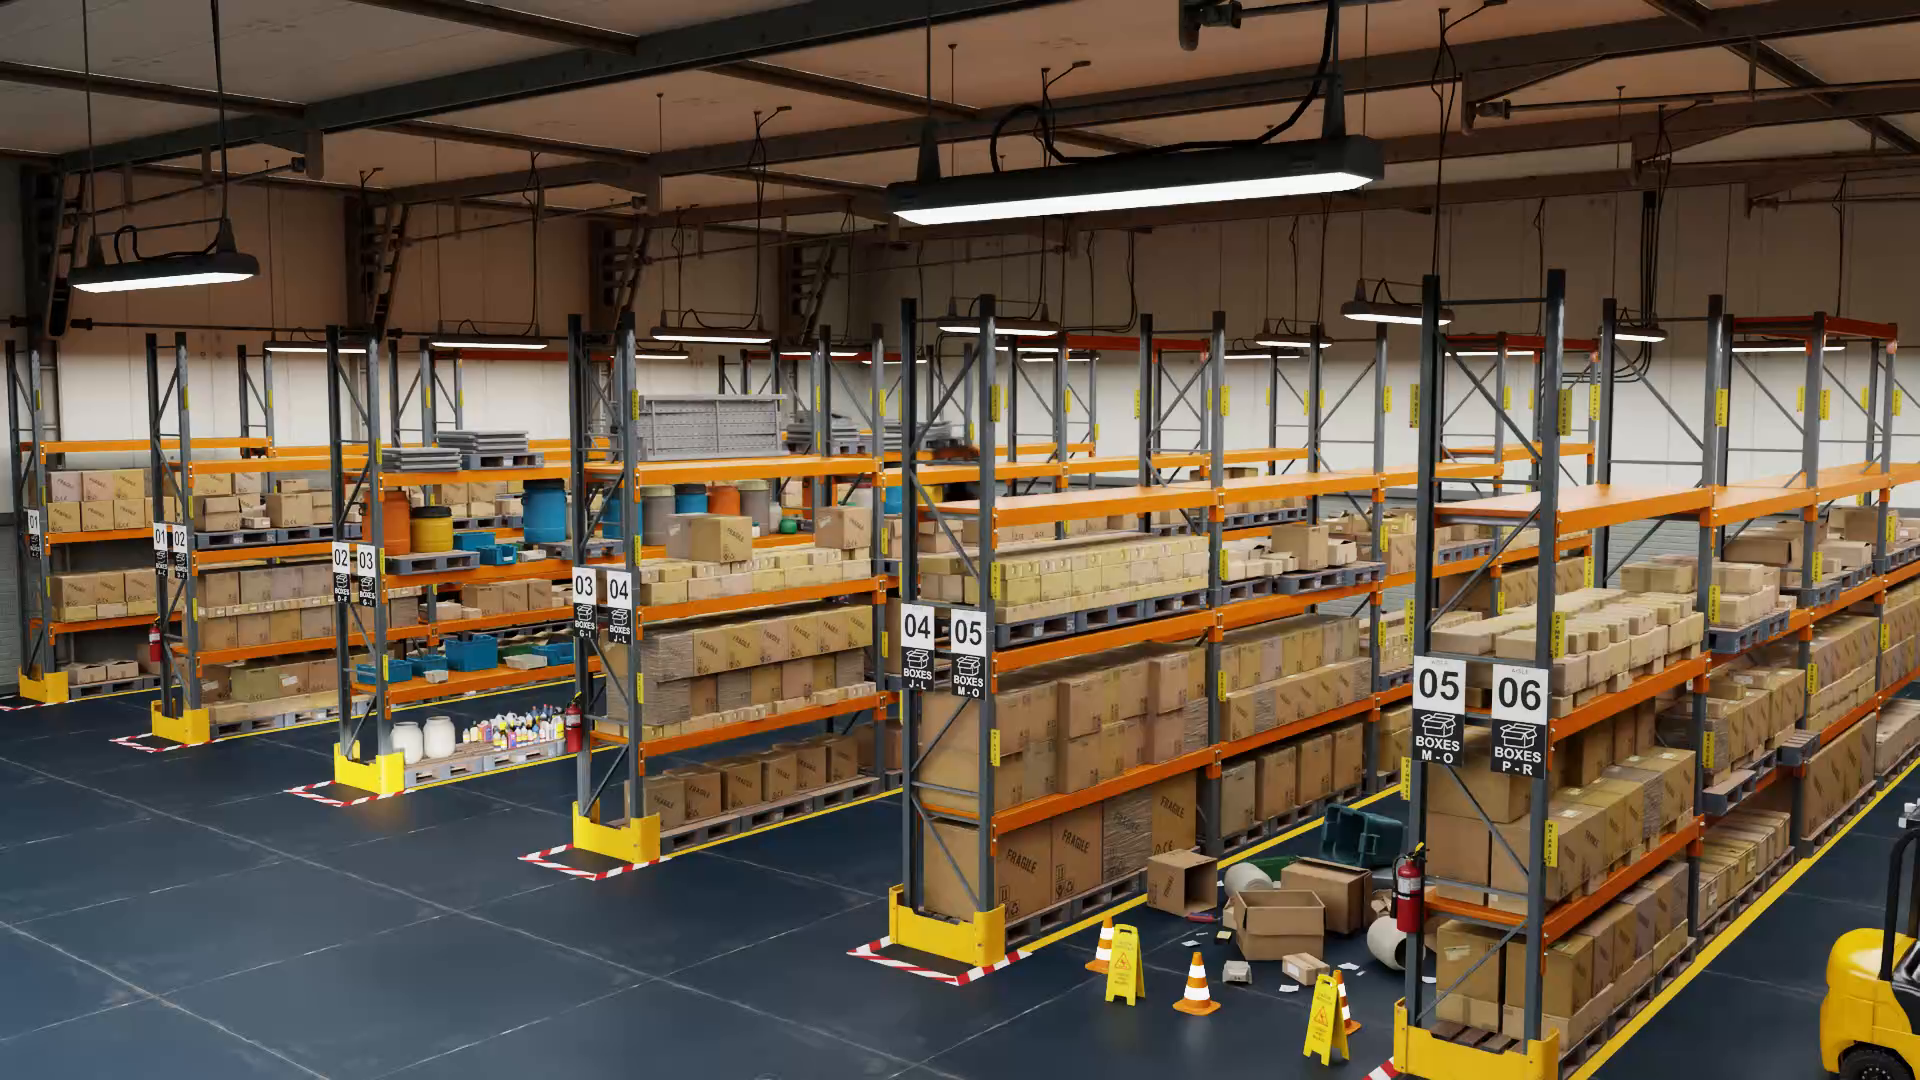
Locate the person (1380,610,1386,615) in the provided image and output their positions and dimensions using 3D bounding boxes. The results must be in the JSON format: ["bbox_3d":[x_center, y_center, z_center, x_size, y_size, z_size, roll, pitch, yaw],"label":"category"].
[{"bbox_3d":[6.700,1.952,26.486,0.587,1.688,0.847,4,7,38],"label":"person"}]
